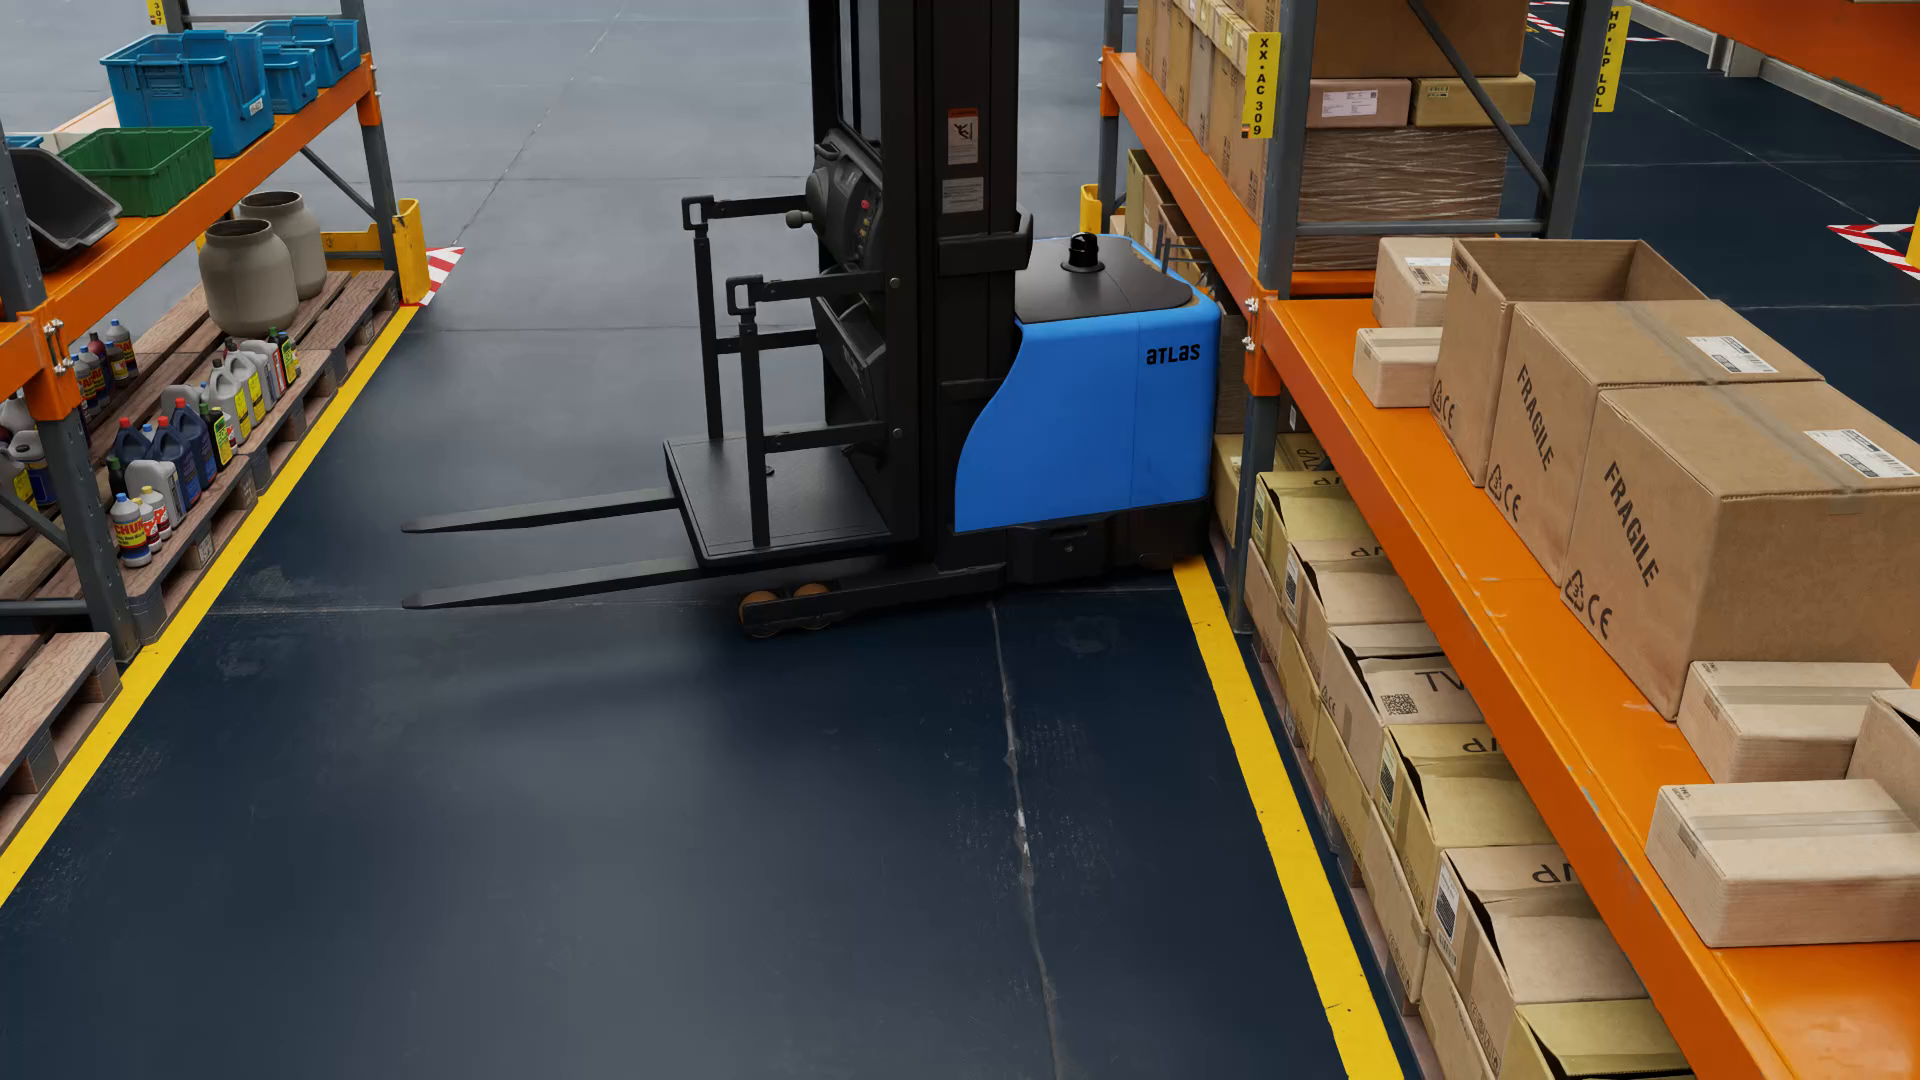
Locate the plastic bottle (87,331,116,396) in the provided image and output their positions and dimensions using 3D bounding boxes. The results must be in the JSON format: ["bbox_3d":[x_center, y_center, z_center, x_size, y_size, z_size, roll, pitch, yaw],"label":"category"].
[{"bbox_3d":[-3.882,-0.788,7.479,0.061,0.283,0.133,-1,28,-2],"label":"plastic bottle"}]

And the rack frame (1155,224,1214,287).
[{"bbox_3d":[0.853,-0.693,6.777,0.240,1.200,0.006,3,26,-4],"label":"rack frame"}]

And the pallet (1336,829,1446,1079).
[{"bbox_3d":[1.641,1.123,4.369,1.003,0.211,1.213,-1,28,-3],"label":"pallet"}]

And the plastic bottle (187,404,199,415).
[{"bbox_3d":[-3.133,-0.422,6.791,0.097,0.271,0.097,0,28,0],"label":"plastic bottle"}]

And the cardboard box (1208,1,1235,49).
[{"bbox_3d":[1.204,-2.057,6.640,0.380,0.149,0.250,-1,28,-1],"label":"cardboard box"}]

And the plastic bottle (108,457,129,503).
[{"bbox_3d":[-3.179,-0.194,6.340,0.061,0.283,0.133,-1,28,-3],"label":"plastic bottle"}]

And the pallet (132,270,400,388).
[{"bbox_3d":[-3.571,-1.102,8.634,1.003,0.211,1.213,-1,28,-3],"label":"pallet"}]

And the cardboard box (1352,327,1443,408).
[{"bbox_3d":[1.339,-0.492,4.722,0.380,0.149,0.250,-1,28,-3],"label":"cardboard box"}]

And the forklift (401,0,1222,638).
[{"bbox_3d":[-0.598,-1.216,5.912,3.031,2.935,1.130,-8,29,-15],"label":"forklift"}]

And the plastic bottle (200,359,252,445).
[{"bbox_3d":[-3.110,-0.587,7.020,0.144,0.351,0.185,-2,28,-3],"label":"plastic bottle"}]

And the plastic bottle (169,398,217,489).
[{"bbox_3d":[-3.088,-0.390,6.644,0.144,0.351,0.185,-3,28,-5],"label":"plastic bottle"}]

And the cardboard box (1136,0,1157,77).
[{"bbox_3d":[1.300,-2.693,8.563,0.700,0.500,0.500,-1,28,-3],"label":"cardboard box"}]

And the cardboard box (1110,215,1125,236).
[{"bbox_3d":[1.094,-1.579,9.053,0.500,0.250,0.500,-1,28,-3],"label":"cardboard box"}]

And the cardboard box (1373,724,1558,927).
[{"bbox_3d":[1.351,0.673,4.128,0.500,0.311,0.500,-1,28,-1],"label":"cardboard box"}]

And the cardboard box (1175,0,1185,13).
[{"bbox_3d":[1.163,-2.416,7.329,0.380,0.149,0.250,-2,28,-3],"label":"cardboard box"}]

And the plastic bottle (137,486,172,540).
[{"bbox_3d":[-3.039,-0.106,6.260,0.097,0.201,0.097,0,28,0],"label":"plastic bottle"}]

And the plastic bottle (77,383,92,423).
[{"bbox_3d":[-3.847,-0.606,7.219,0.097,0.201,0.097,0,28,0],"label":"plastic bottle"}]

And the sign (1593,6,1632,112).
[{"bbox_3d":[2.038,-1.514,5.242,0.100,0.325,0.005,-1,28,-3],"label":"sign"}]

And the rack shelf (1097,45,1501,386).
[{"bbox_3d":[1.392,-1.622,7.395,1.077,0.370,4.000,-1,28,-3],"label":"rack shelf"}]

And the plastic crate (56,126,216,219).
[{"bbox_3d":[-3.239,-1.440,6.496,0.450,0.188,0.662,-1,28,-3],"label":"plastic crate"}]

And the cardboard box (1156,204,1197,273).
[{"bbox_3d":[1.169,-1.219,7.551,0.500,0.500,0.500,-1,28,-3],"label":"cardboard box"}]

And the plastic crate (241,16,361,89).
[{"bbox_3d":[-3.334,-2.457,8.379,0.499,0.251,0.616,-1,28,-3],"label":"plastic crate"}]

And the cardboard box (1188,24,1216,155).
[{"bbox_3d":[1.383,-1.979,7.192,0.700,0.500,0.500,-1,28,-1],"label":"cardboard box"}]

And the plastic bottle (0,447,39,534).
[{"bbox_3d":[-3.627,-0.214,6.306,0.144,0.351,0.185,-1,28,-3],"label":"plastic bottle"}]

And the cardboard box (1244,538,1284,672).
[{"bbox_3d":[1.270,0.207,5.628,0.500,0.250,0.500,-2,28,-4],"label":"cardboard box"}]

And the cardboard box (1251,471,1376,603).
[{"bbox_3d":[1.270,-0.037,5.489,0.500,0.311,0.500,-1,28,-2],"label":"cardboard box"}]

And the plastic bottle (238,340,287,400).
[{"bbox_3d":[-3.139,-0.780,7.471,0.152,0.276,0.135,-1,28,-2],"label":"plastic bottle"}]

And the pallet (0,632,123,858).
[{"bbox_3d":[-3.370,0.698,5.183,1.003,0.211,1.213,-1,28,-3],"label":"pallet"}]

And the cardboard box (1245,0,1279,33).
[{"bbox_3d":[1.440,-2.075,5.975,0.700,0.500,0.500,-1,28,-3],"label":"cardboard box"}]

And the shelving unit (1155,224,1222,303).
[{"bbox_3d":[0.856,-0.652,6.695,0.258,1.200,0.189,3,26,-4],"label":"shelving unit"}]

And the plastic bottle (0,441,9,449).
[{"bbox_3d":[-3.781,-0.300,6.469,0.144,0.351,0.185,-3,28,-5],"label":"plastic bottle"}]

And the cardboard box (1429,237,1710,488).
[{"bbox_3d":[1.548,-0.464,4.287,0.500,0.500,0.500,1,28,1],"label":"cardboard box"}]

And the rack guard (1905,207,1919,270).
[{"bbox_3d":[6.239,-1.843,9.743,1.175,0.500,0.348,-1,28,-3],"label":"rack guard"}]

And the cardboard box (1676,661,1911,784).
[{"bbox_3d":[1.583,0.353,3.101,0.380,0.149,0.250,1,28,1],"label":"cardboard box"}]

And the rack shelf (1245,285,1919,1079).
[{"bbox_3d":[1.601,0.225,3.853,1.077,0.370,4.000,-1,28,-3],"label":"rack shelf"}]

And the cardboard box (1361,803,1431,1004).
[{"bbox_3d":[1.351,0.918,4.266,0.500,0.250,0.500,-1,28,-2],"label":"cardboard box"}]

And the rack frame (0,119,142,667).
[{"bbox_3d":[-3.450,-0.900,5.232,1.000,3.000,0.127,-1,28,-3],"label":"rack frame"}]

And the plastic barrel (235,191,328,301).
[{"bbox_3d":[-3.548,-1.528,8.673,0.421,0.512,0.421,0,28,0],"label":"plastic barrel"}]

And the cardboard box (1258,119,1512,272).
[{"bbox_3d":[1.467,-1.267,5.827,0.700,0.500,0.500,-2,28,-4],"label":"cardboard box"}]

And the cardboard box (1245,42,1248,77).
[{"bbox_3d":[1.242,-1.705,5.966,0.380,0.149,0.250,-2,28,-4],"label":"cardboard box"}]
